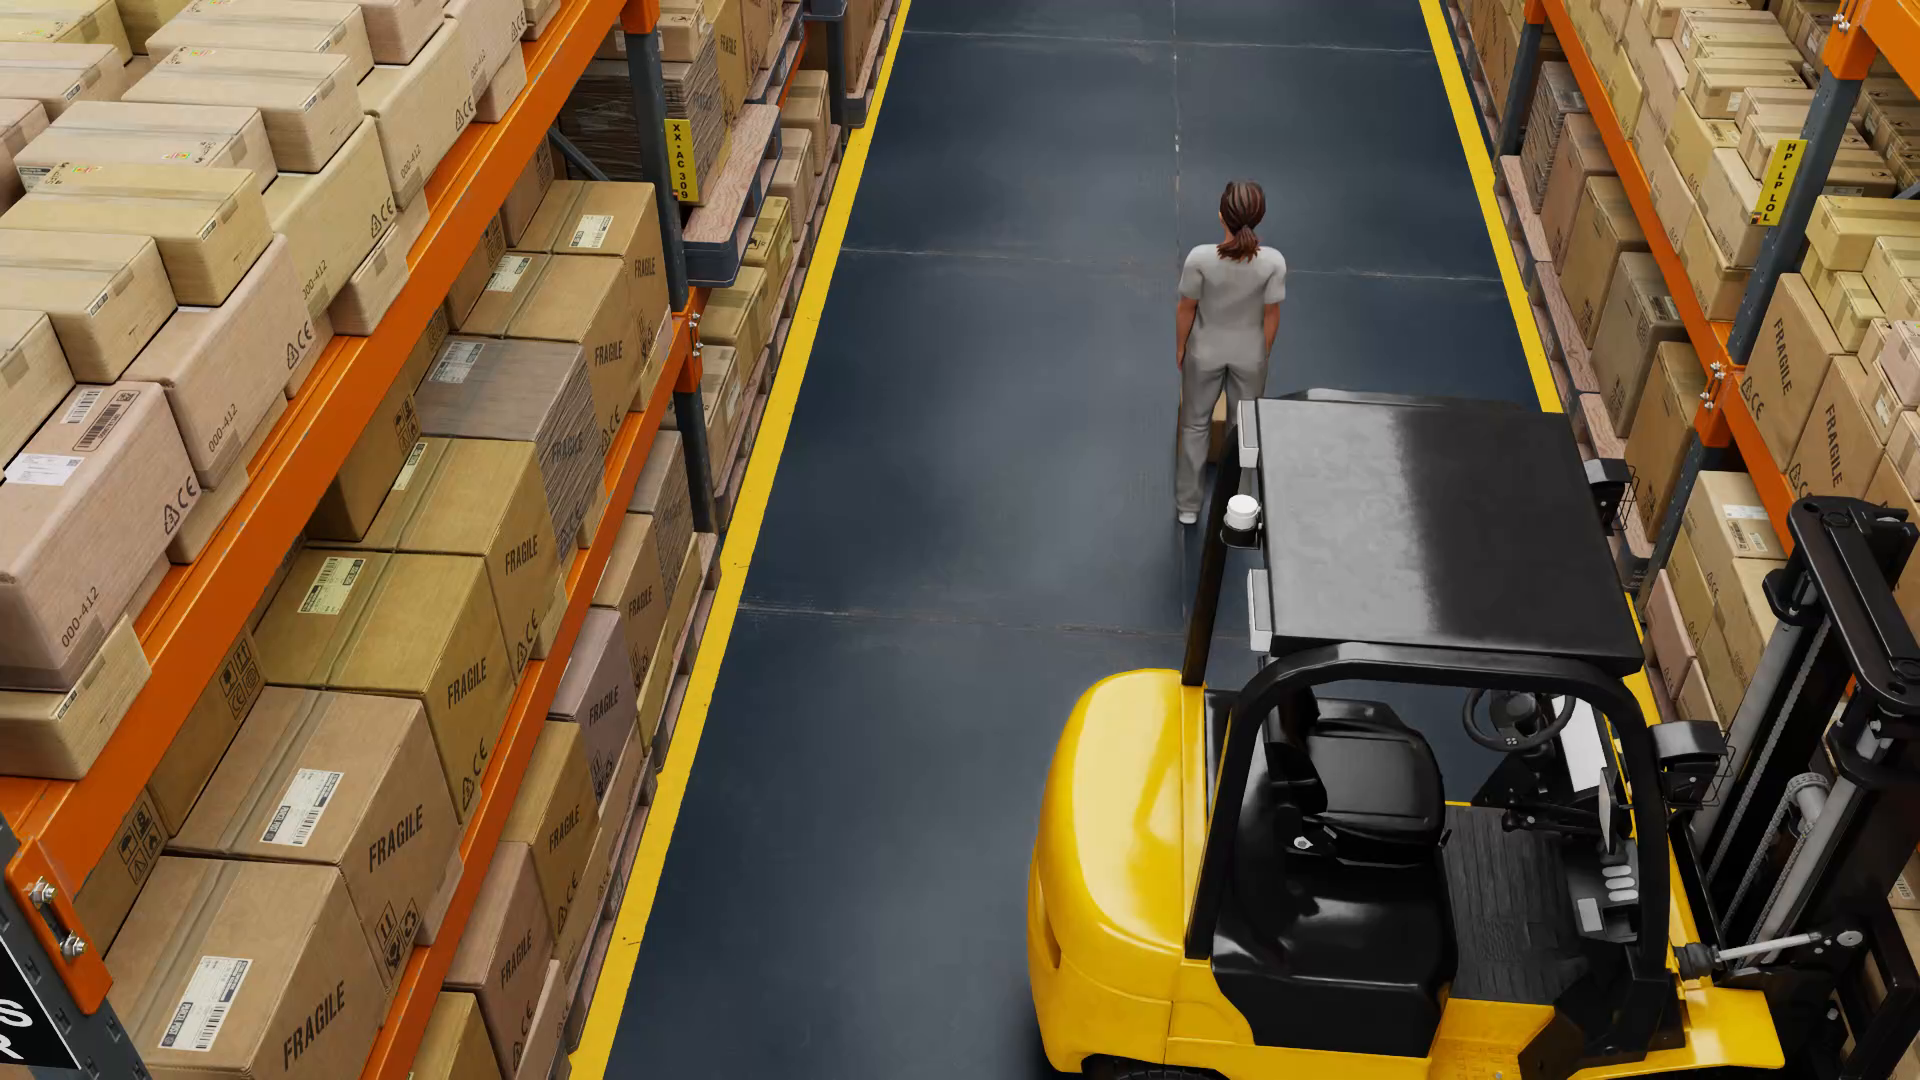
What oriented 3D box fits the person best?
[{"bbox_3d":[1.120,-0.776,7.078,0.436,1.676,0.375,4,40,5],"label":"person"}]
